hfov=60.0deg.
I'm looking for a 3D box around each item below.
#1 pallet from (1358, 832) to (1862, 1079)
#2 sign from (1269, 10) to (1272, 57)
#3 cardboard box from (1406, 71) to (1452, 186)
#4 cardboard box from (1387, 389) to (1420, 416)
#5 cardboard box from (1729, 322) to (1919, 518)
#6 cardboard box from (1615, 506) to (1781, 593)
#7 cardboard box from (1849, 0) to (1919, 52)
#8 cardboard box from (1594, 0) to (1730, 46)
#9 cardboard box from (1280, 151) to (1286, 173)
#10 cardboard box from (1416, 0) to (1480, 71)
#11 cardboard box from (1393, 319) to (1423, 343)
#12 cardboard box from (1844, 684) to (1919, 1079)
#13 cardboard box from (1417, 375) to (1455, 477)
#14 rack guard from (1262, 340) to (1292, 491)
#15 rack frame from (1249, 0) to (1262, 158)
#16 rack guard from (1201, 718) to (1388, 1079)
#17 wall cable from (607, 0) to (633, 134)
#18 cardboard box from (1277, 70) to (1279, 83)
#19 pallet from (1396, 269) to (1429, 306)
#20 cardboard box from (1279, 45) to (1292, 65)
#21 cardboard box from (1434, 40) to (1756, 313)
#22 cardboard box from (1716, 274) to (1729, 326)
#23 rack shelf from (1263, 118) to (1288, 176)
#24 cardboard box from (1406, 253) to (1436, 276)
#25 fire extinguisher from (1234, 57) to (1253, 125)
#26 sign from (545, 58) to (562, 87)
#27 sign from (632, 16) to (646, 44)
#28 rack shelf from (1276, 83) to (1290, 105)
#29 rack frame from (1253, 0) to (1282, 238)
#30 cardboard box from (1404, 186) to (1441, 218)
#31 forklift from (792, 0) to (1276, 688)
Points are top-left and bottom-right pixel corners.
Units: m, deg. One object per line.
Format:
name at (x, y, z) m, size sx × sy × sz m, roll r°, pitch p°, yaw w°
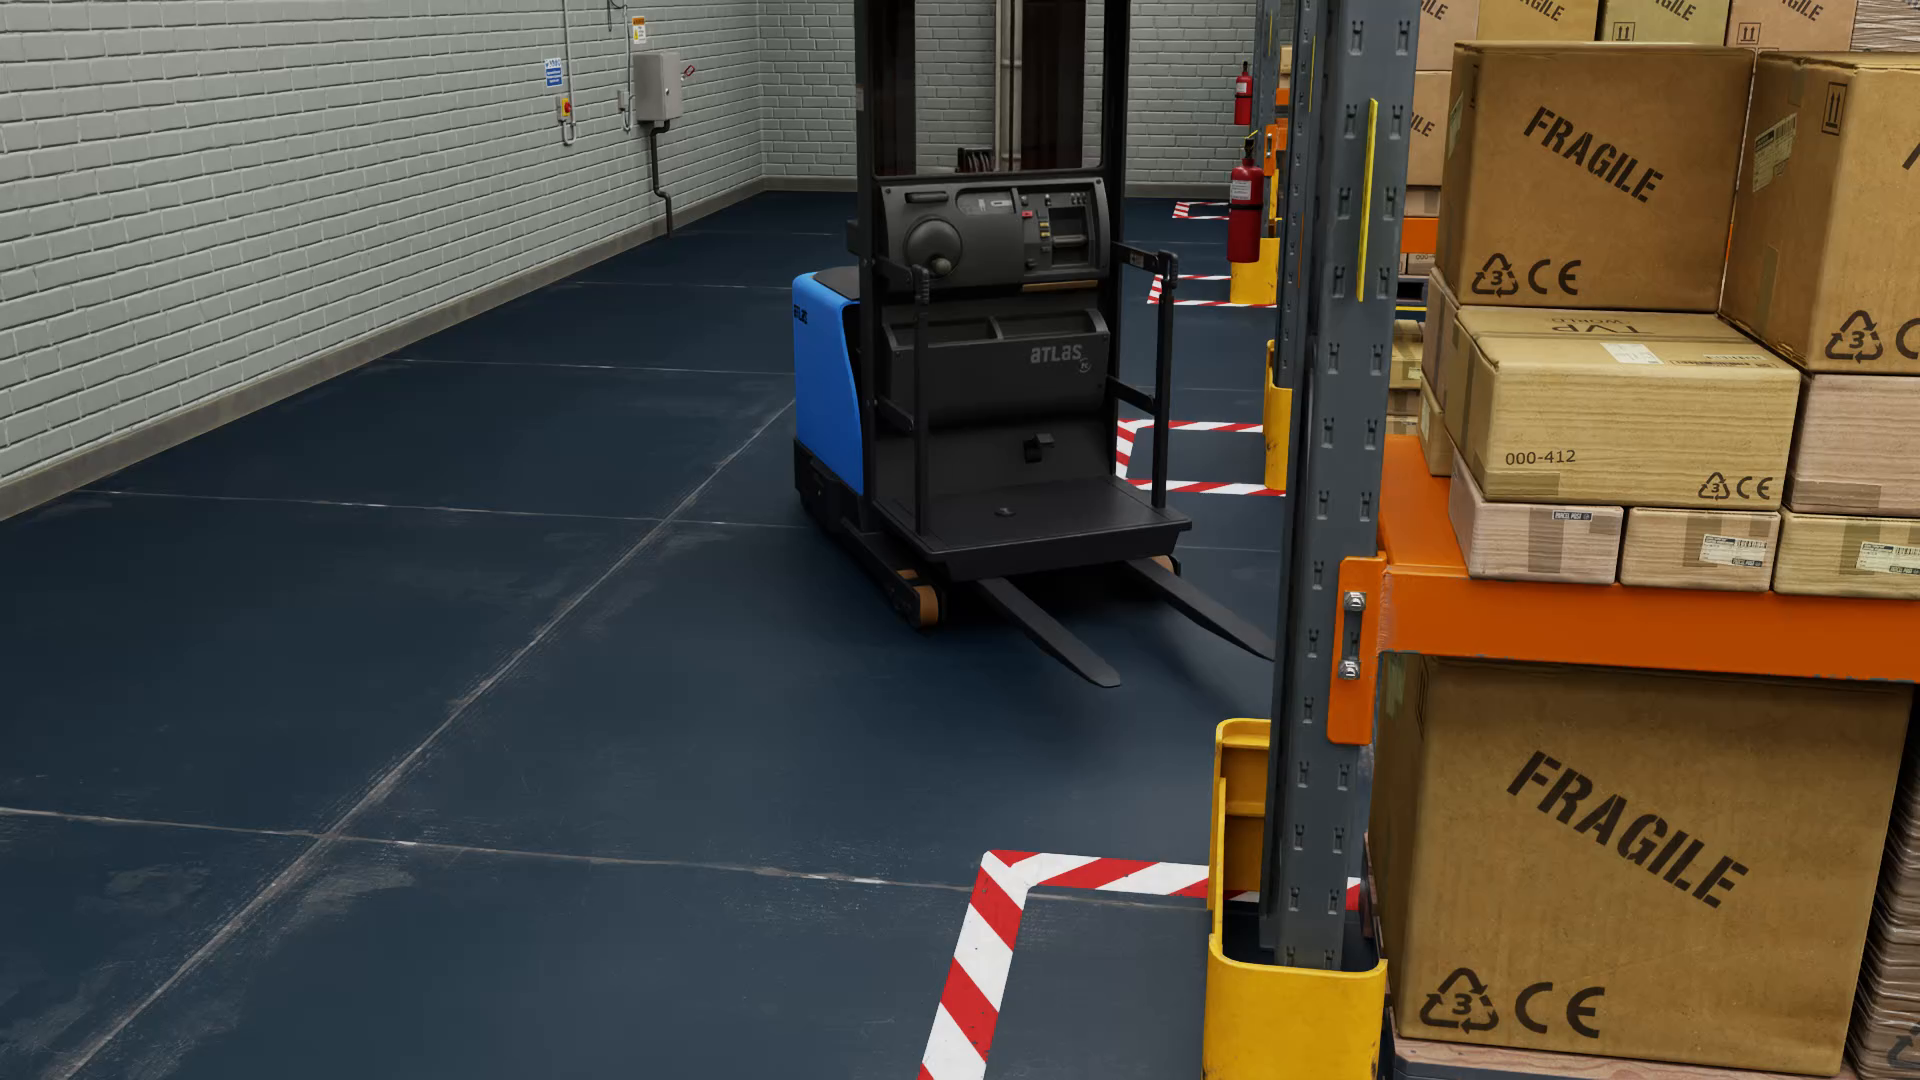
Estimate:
pallet at (1.576, 1.045, 3.848) m, size 1.213 × 0.211 × 1.003 m, roll 3°, pitch 19°, yaw 9°
sign at (2.252, -3.672, 12.063) m, size 0.005 × 0.325 × 0.100 m, roll 3°, pitch 19°, yaw 9°
cardboard box at (2.060, -1.921, 7.692) m, size 0.500 × 0.500 × 0.500 m, roll 4°, pitch 19°, yaw 11°
cardboard box at (2.137, -0.724, 8.101) m, size 0.250 × 0.149 × 0.380 m, roll 4°, pitch 19°, yaw 11°
cardboard box at (1.719, -0.230, 3.032) m, size 0.500 × 0.250 × 0.500 m, roll 3°, pitch 19°, yaw 8°
cardboard box at (1.326, -0.040, 3.092) m, size 0.250 × 0.149 × 0.380 m, roll 3°, pitch 19°, yaw 8°
cardboard box at (4.089, -2.297, 7.238) m, size 0.500 × 0.500 × 0.500 m, roll 3°, pitch 19°, yaw 10°
cardboard box at (3.071, -2.342, 7.374) m, size 0.500 × 0.500 × 0.500 m, roll 2°, pitch 19°, yaw 7°
cardboard box at (3.718, -3.908, 17.528) m, size 0.637 × 0.503 × 0.797 m, roll 2°, pitch 19°, yaw 6°
cardboard box at (2.062, -2.399, 7.543) m, size 0.500 × 0.500 × 0.500 m, roll 3°, pitch 19°, yaw 8°
cardboard box at (2.223, -1.024, 8.530) m, size 0.250 × 0.149 × 0.380 m, roll 3°, pitch 19°, yaw 9°
cardboard box at (2.317, 0.568, 3.565) m, size 0.875 × 0.875 × 0.875 m, roll 3°, pitch 19°, yaw 9°
cardboard box at (1.178, -0.259, 3.747) m, size 0.250 × 0.149 × 0.380 m, roll 3°, pitch 19°, yaw 10°
rack guard at (1.736, -0.653, 8.466) m, size 0.348 × 0.500 × 1.175 m, roll 3°, pitch 19°, yaw 9°
rack frame at (3.130, -4.953, 17.379) m, size 0.127 × 3.000 × 1.000 m, roll 3°, pitch 19°, yaw 9°
rack guard at (0.750, 0.891, 3.853) m, size 0.348 × 0.500 × 1.175 m, roll 3°, pitch 19°, yaw 9°
wall cable at (-3.012, -4.601, 14.726) m, size 0.122 × 1.984 × 0.588 m, roll 3°, pitch 19°, yaw 9°
cardboard box at (3.499, -4.901, 17.621) m, size 0.250 × 0.149 × 0.380 m, roll 3°, pitch 19°, yaw 8°
pallet at (3.148, -2.060, 13.127) m, size 1.213 × 0.211 × 1.003 m, roll 3°, pitch 19°, yaw 9°
cardboard box at (3.626, -5.083, 17.535) m, size 0.500 × 0.250 × 0.500 m, roll 3°, pitch 19°, yaw 10°
cardboard box at (1.297, -0.777, 3.483) m, size 0.500 × 0.500 × 0.500 m, roll 3°, pitch 19°, yaw 9°
cardboard box at (1.795, -0.396, 3.528) m, size 0.500 × 0.250 × 0.500 m, roll 3°, pitch 19°, yaw 8°
rack shelf at (4.321, -2.956, 12.544) m, size 4.000 × 0.370 × 1.077 m, roll 3°, pitch 19°, yaw 9°
cardboard box at (3.918, -2.337, 12.936) m, size 0.875 × 0.438 × 0.875 m, roll 3°, pitch 19°, yaw 10°
fire extinguisher at (2.911, -4.602, 17.040) m, size 0.183 × 0.674 × 0.296 m, roll 3°, pitch 19°, yaw 9°
sign at (-3.293, -3.791, 13.479) m, size 0.001 × 0.218 × 0.327 m, roll 3°, pitch 19°, yaw 9°
sign at (-2.961, -4.710, 15.351) m, size 0.001 × 0.242 × 0.339 m, roll 3°, pitch 19°, yaw 9°
rack shelf at (5.104, -4.511, 17.193) m, size 4.000 × 0.370 × 1.077 m, roll 3°, pitch 19°, yaw 9°
rack frame at (2.346, -3.398, 12.731) m, size 0.127 × 3.000 × 1.000 m, roll 3°, pitch 19°, yaw 9°
cardboard box at (2.186, -1.604, 7.766) m, size 0.250 × 0.149 × 0.380 m, roll 4°, pitch 19°, yaw 11°
forklift at (0.225, -1.203, 6.280) m, size 1.130 × 2.935 × 3.031 m, roll -7°, pitch 20°, yaw -20°
